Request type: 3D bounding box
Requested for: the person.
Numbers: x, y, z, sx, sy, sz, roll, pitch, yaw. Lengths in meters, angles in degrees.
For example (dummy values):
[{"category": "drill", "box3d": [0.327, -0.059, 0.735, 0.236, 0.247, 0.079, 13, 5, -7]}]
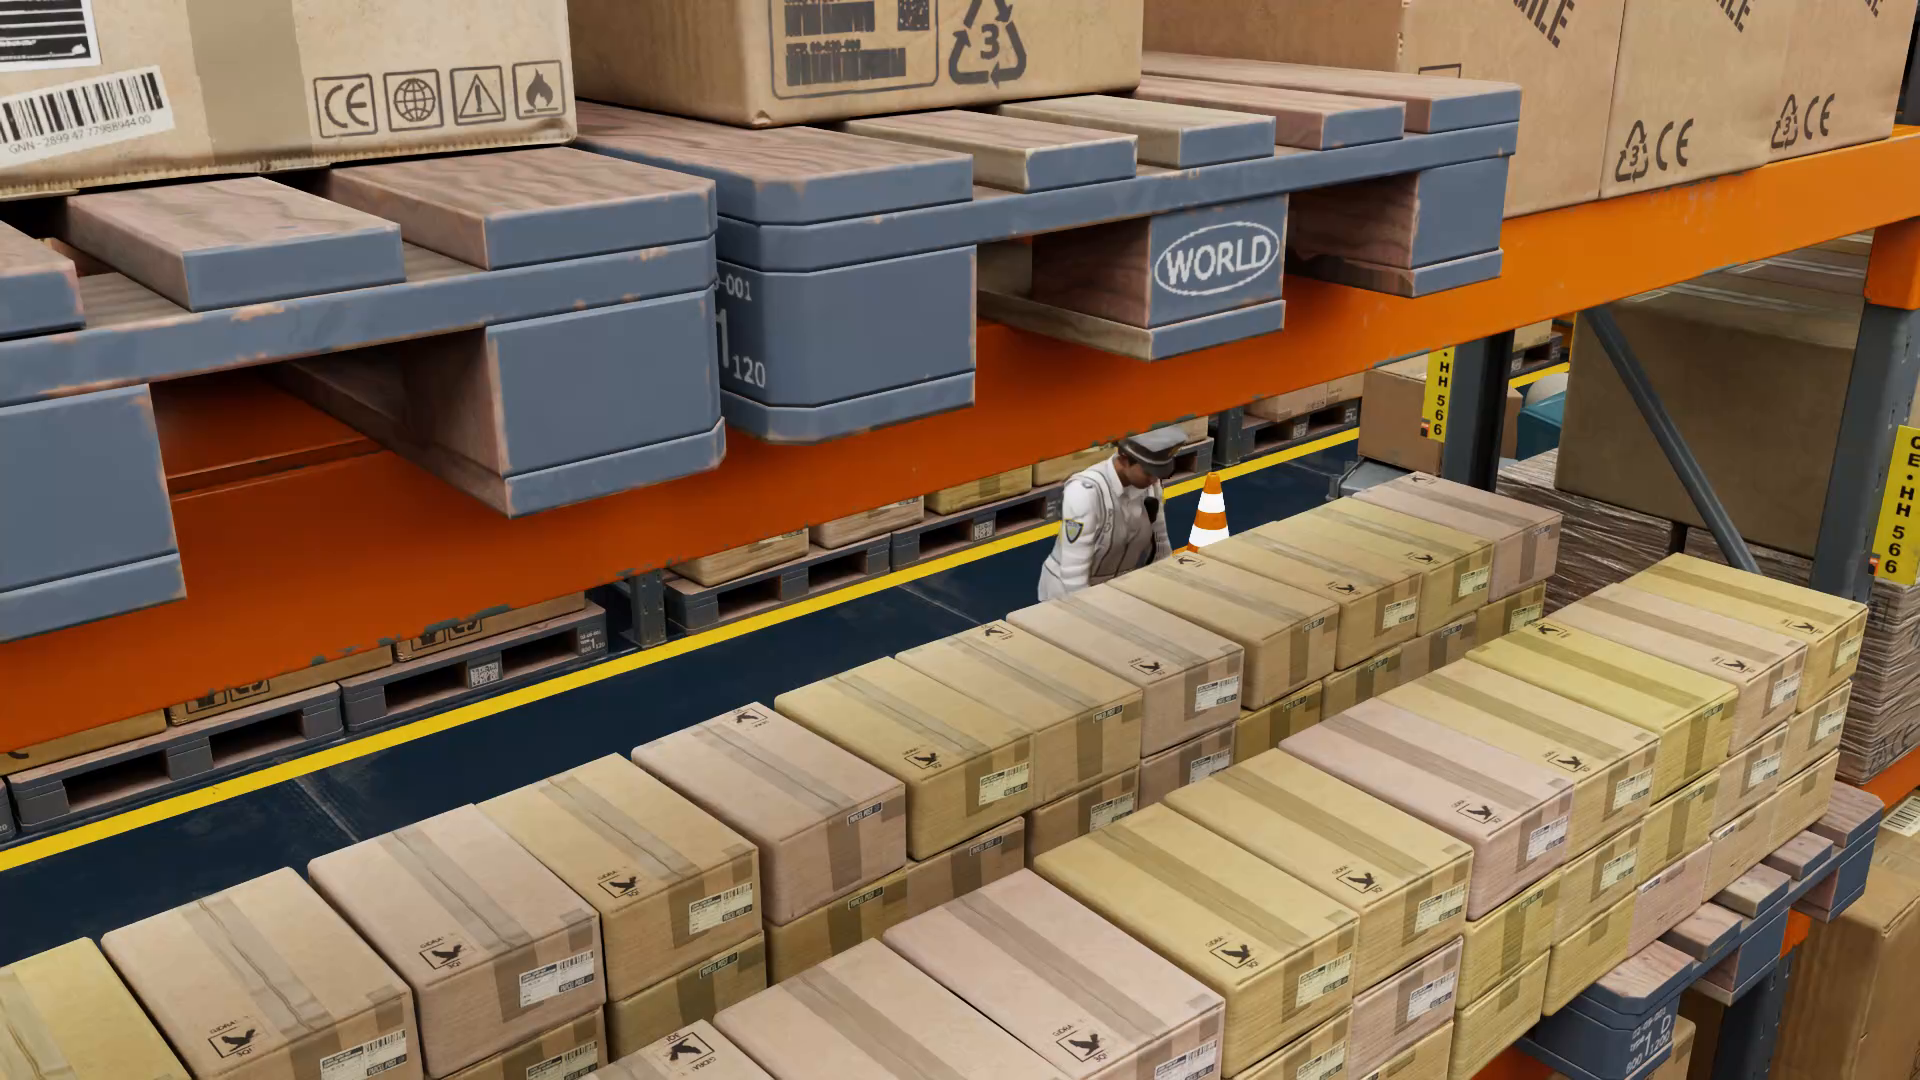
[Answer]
[{"category": "person", "box3d": [0.557, 0.269, 6.025, 0.516, 1.576, 0.526, -16, 27, -36]}]
